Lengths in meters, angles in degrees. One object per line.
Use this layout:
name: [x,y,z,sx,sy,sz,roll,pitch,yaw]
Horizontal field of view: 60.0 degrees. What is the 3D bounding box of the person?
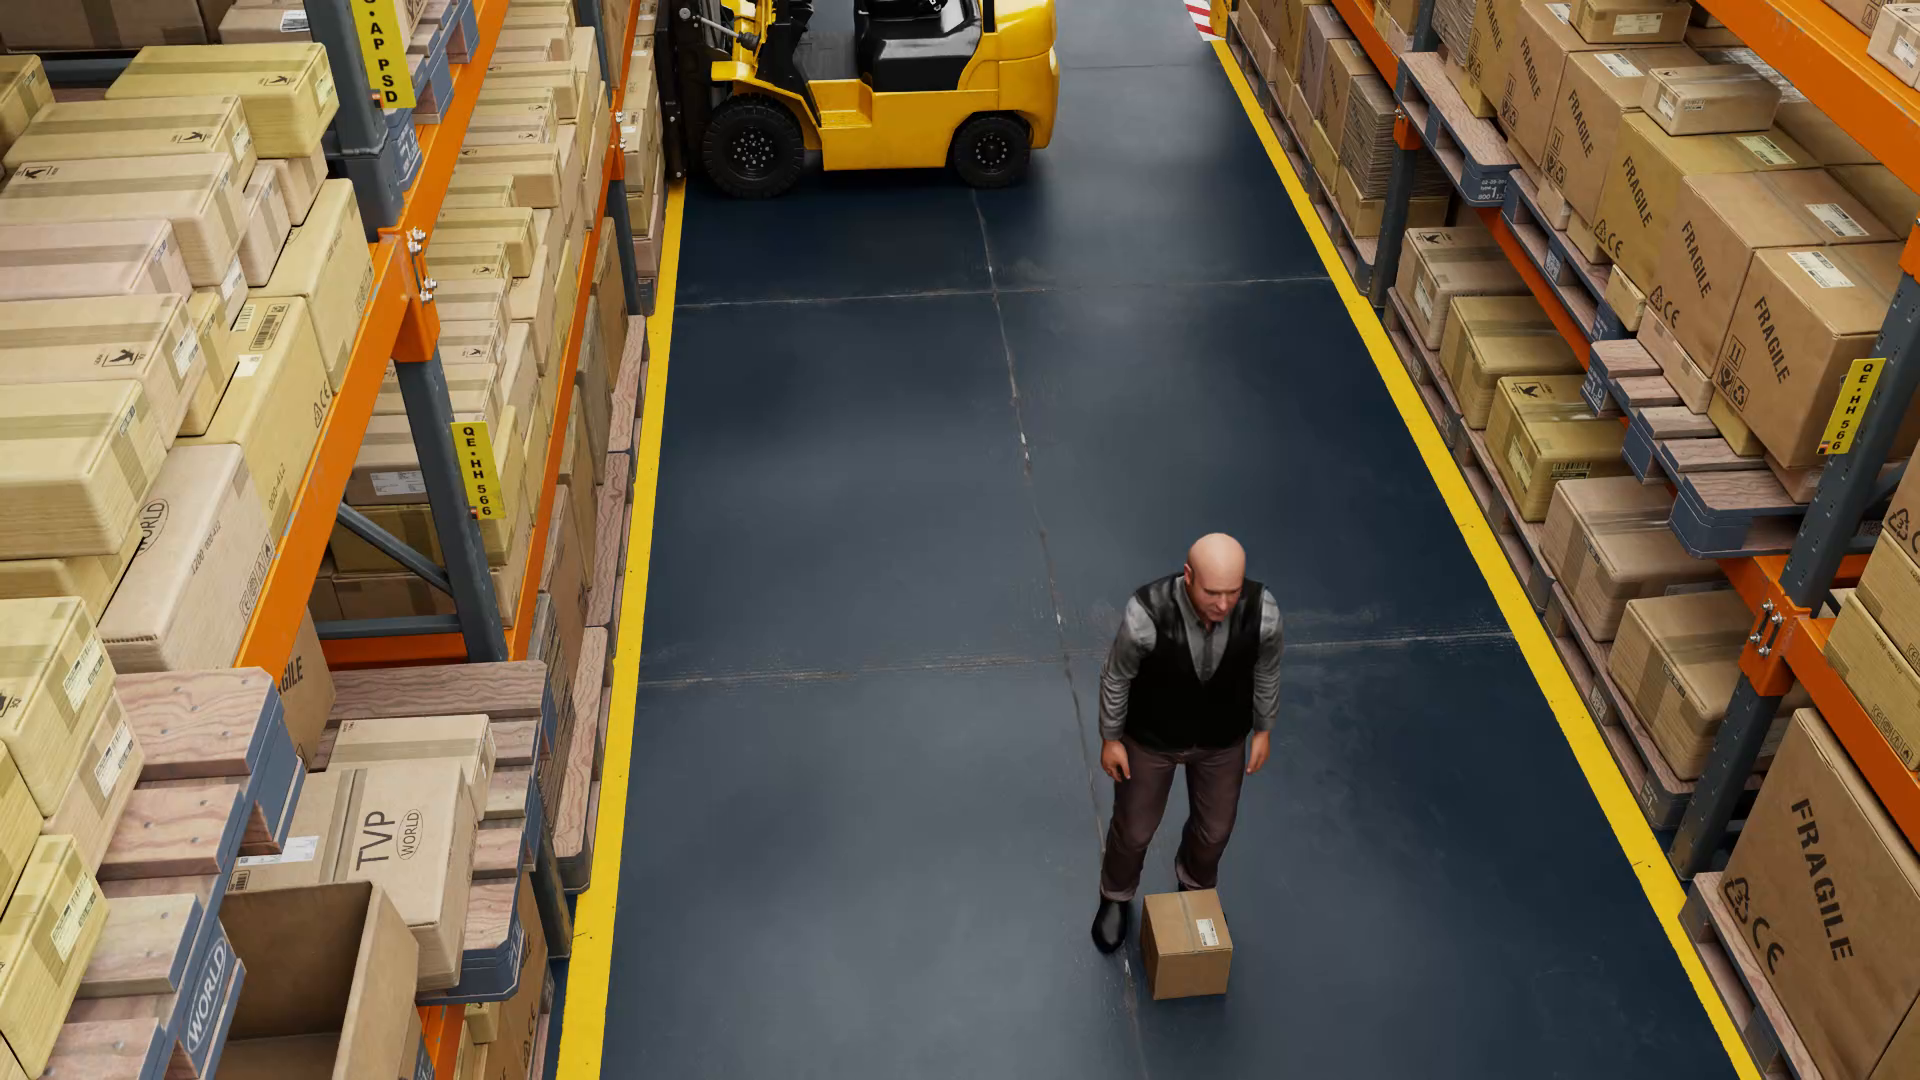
person: [0.728,0.625,5.397,0.580,1.721,0.414,-3,39,-4]
